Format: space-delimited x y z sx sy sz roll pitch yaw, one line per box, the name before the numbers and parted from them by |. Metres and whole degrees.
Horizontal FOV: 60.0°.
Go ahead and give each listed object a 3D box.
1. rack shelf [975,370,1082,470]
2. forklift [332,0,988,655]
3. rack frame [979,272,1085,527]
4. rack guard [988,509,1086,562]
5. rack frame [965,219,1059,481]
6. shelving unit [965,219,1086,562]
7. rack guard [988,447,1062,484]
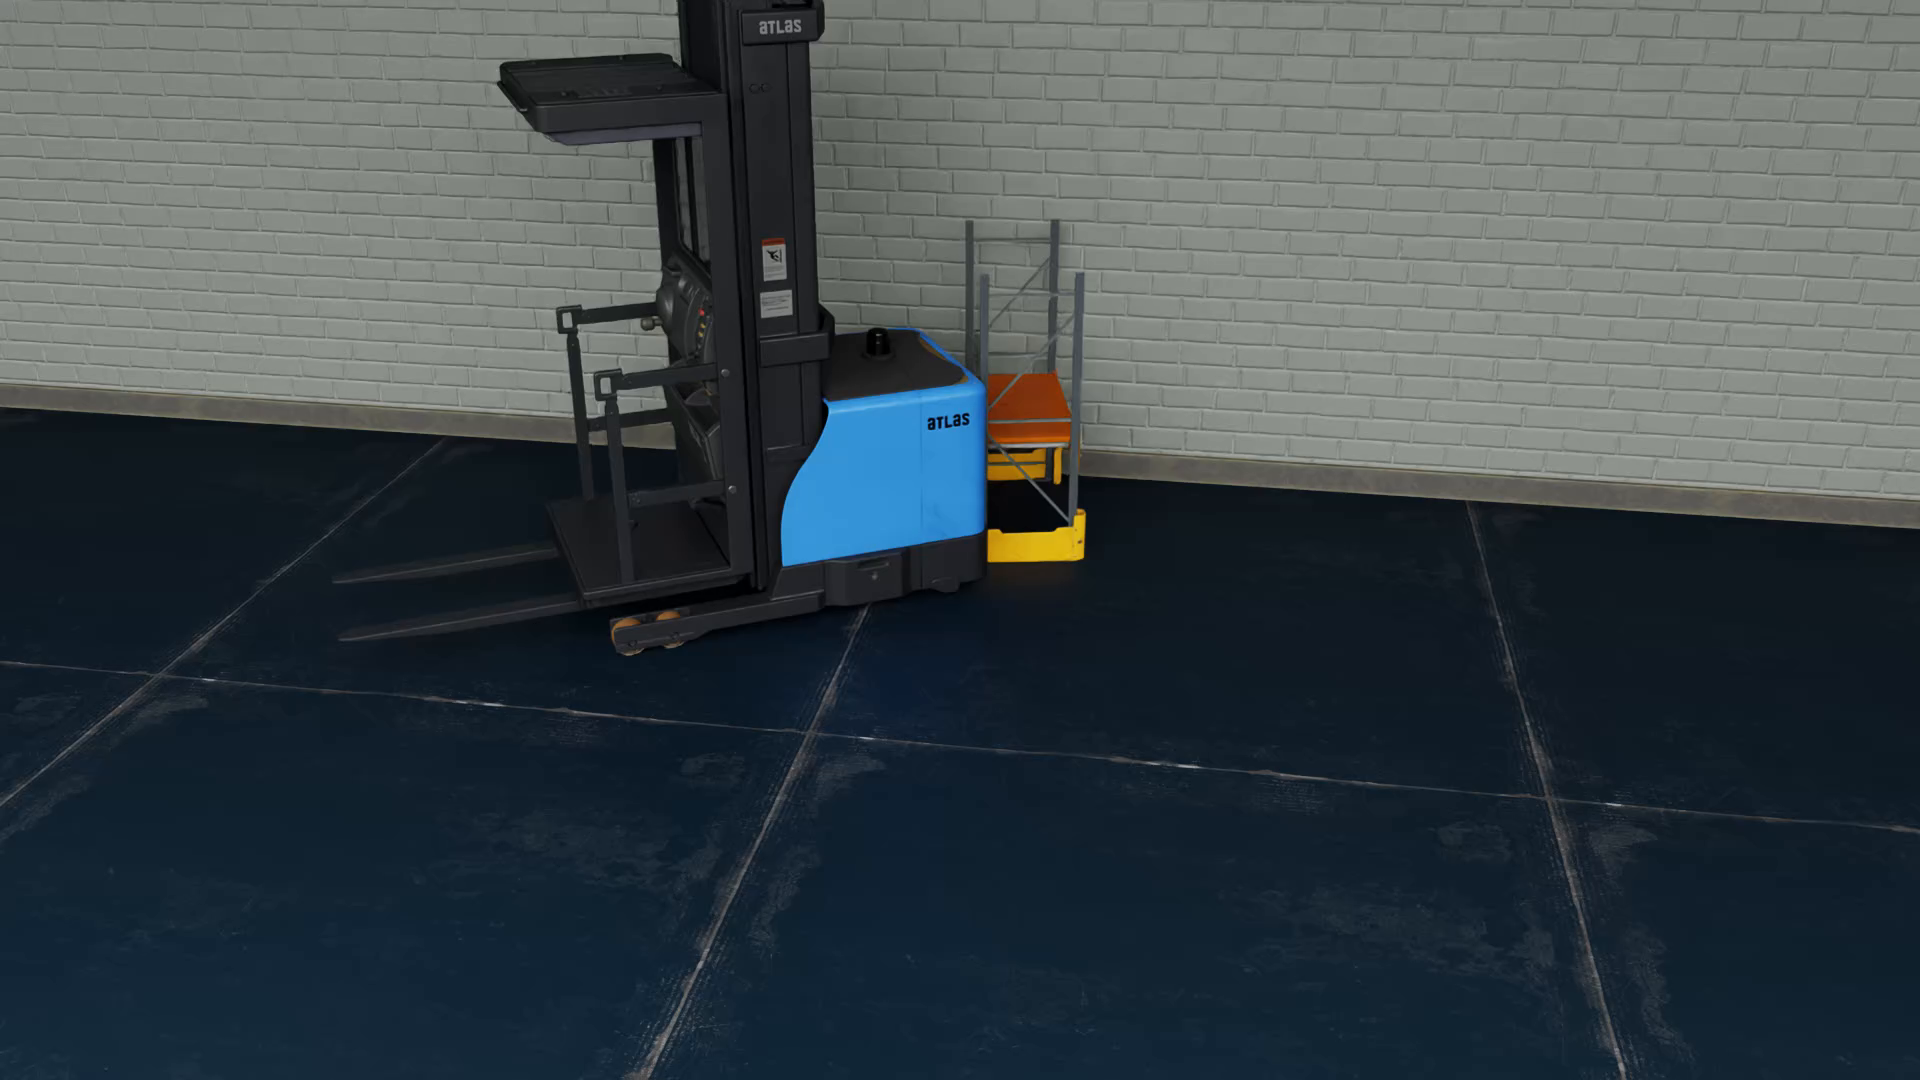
rack shelf | 0.312 -0.640 8.773 0.538 0.185 1.000 -2 25 -3
forklift | -1.434 -1.052 7.541 3.031 2.935 1.130 -9 27 -19
rack frame | 0.344 -0.588 8.237 0.500 1.500 0.032 -2 25 -3
rack guard | 0.344 -0.022 8.503 0.587 0.250 0.087 -2 25 -3
rack frame | 0.279 -1.018 9.156 0.500 1.500 0.032 -2 25 -3
shelving unit | 0.312 -0.799 8.688 0.587 1.500 1.083 -2 25 -3
rack guard | 0.280 -0.444 9.403 0.587 0.250 0.087 -2 25 -3
